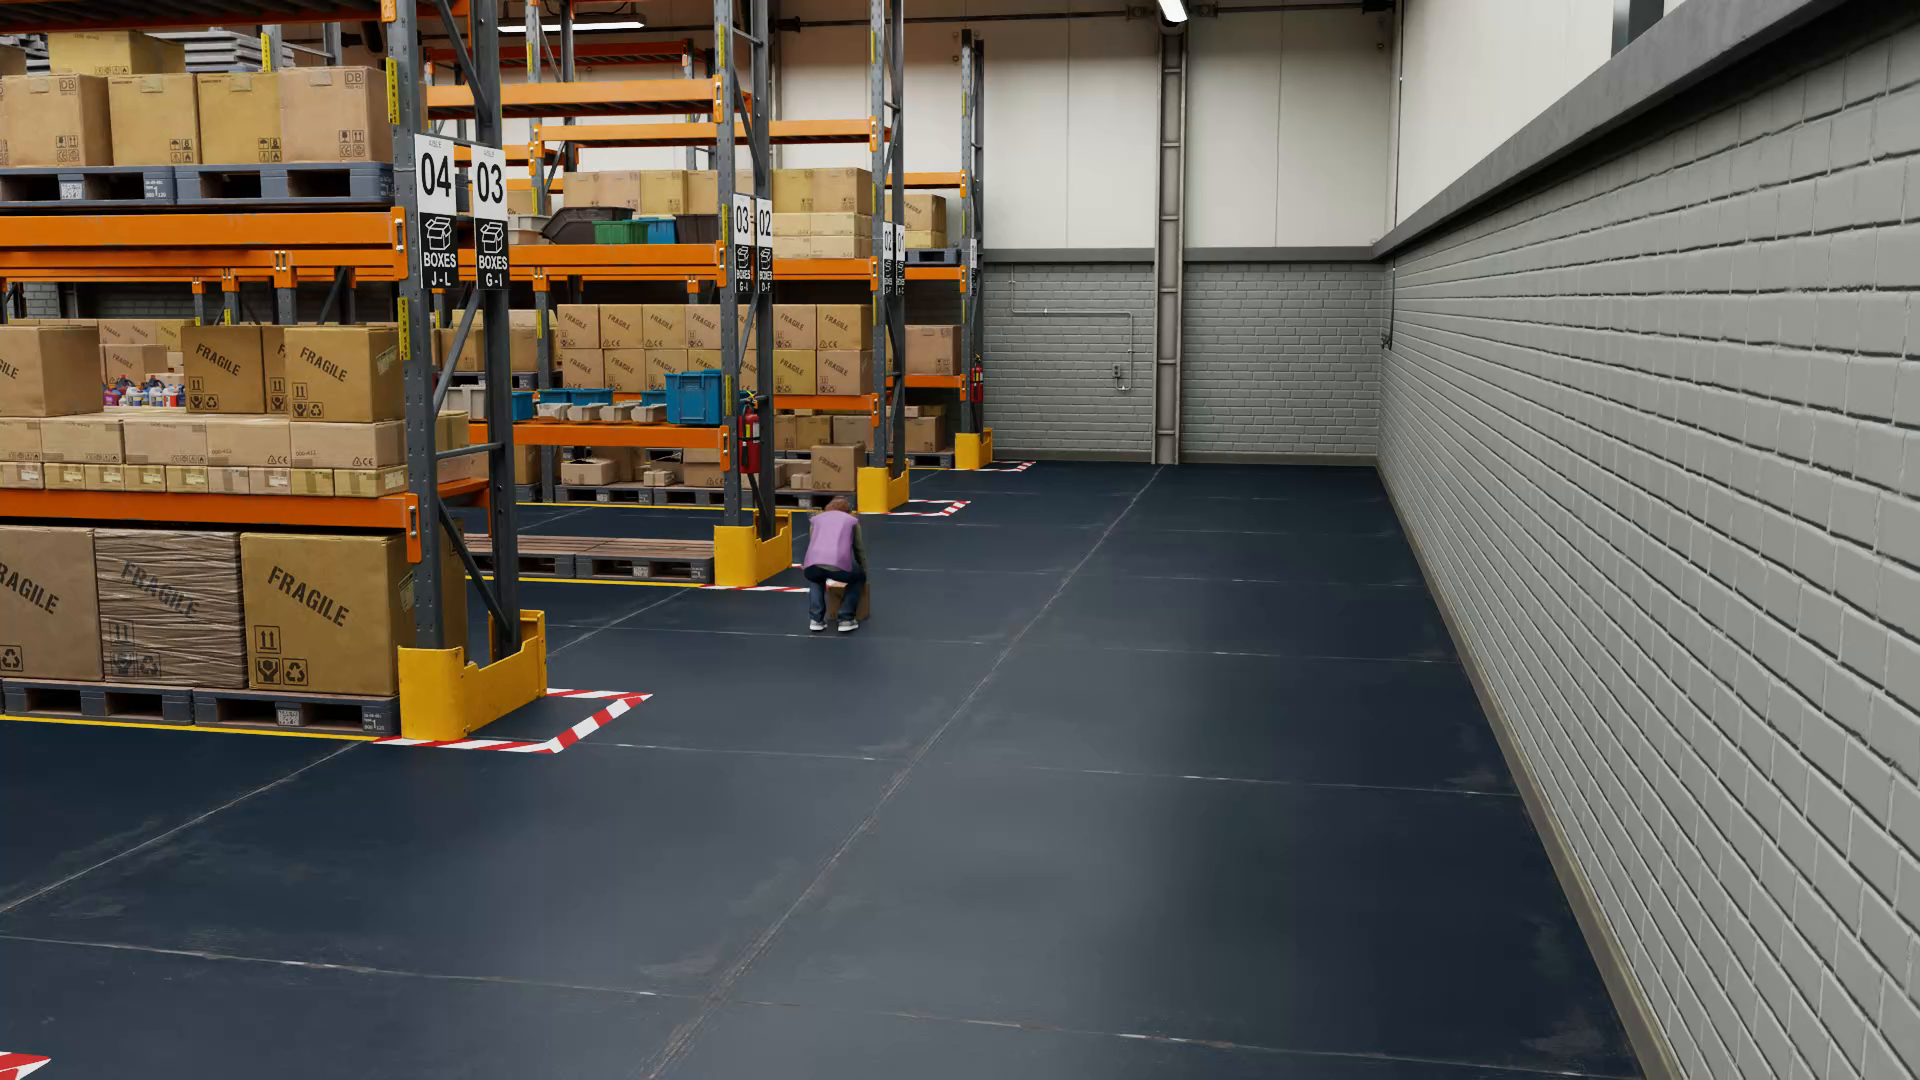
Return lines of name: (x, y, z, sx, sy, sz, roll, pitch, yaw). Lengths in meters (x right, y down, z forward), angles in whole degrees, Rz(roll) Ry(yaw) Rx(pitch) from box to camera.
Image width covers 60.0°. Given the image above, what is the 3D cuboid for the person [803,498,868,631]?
person: (-0.916, 0.187, 12.022, 0.449, 0.898, 0.792, 2, 8, 11)
